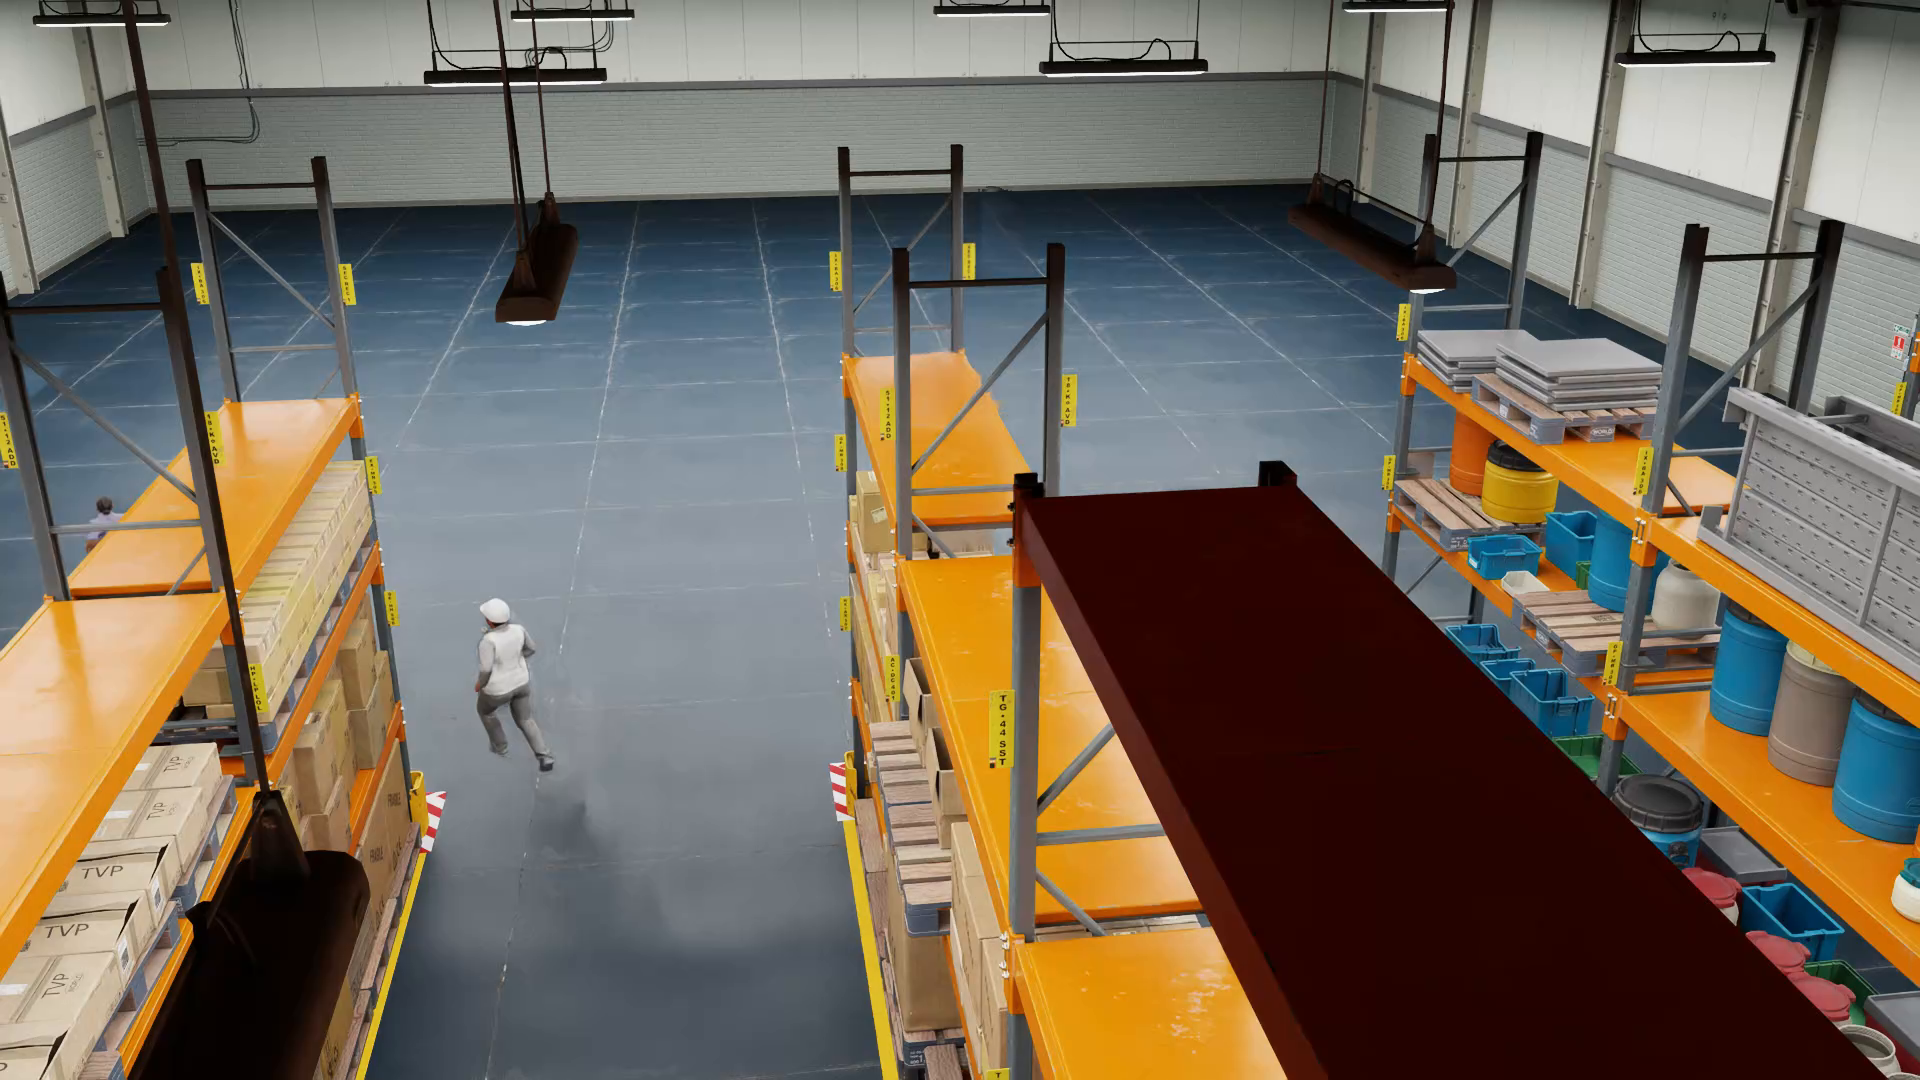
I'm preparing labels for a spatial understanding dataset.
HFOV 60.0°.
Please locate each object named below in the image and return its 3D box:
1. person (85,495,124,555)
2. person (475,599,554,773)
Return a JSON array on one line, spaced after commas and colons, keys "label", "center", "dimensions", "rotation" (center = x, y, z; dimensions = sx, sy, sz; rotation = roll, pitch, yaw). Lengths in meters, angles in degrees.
[{"label": "person", "center": [-9.491, 0.295, 18.734], "dimensions": [0.828, 1.647, 0.615], "rotation": [20, 29, 41]}, {"label": "person", "center": [-4.195, 1.341, 15.314], "dimensions": [0.935, 1.762, 0.693], "rotation": [18, 28, 38]}]
